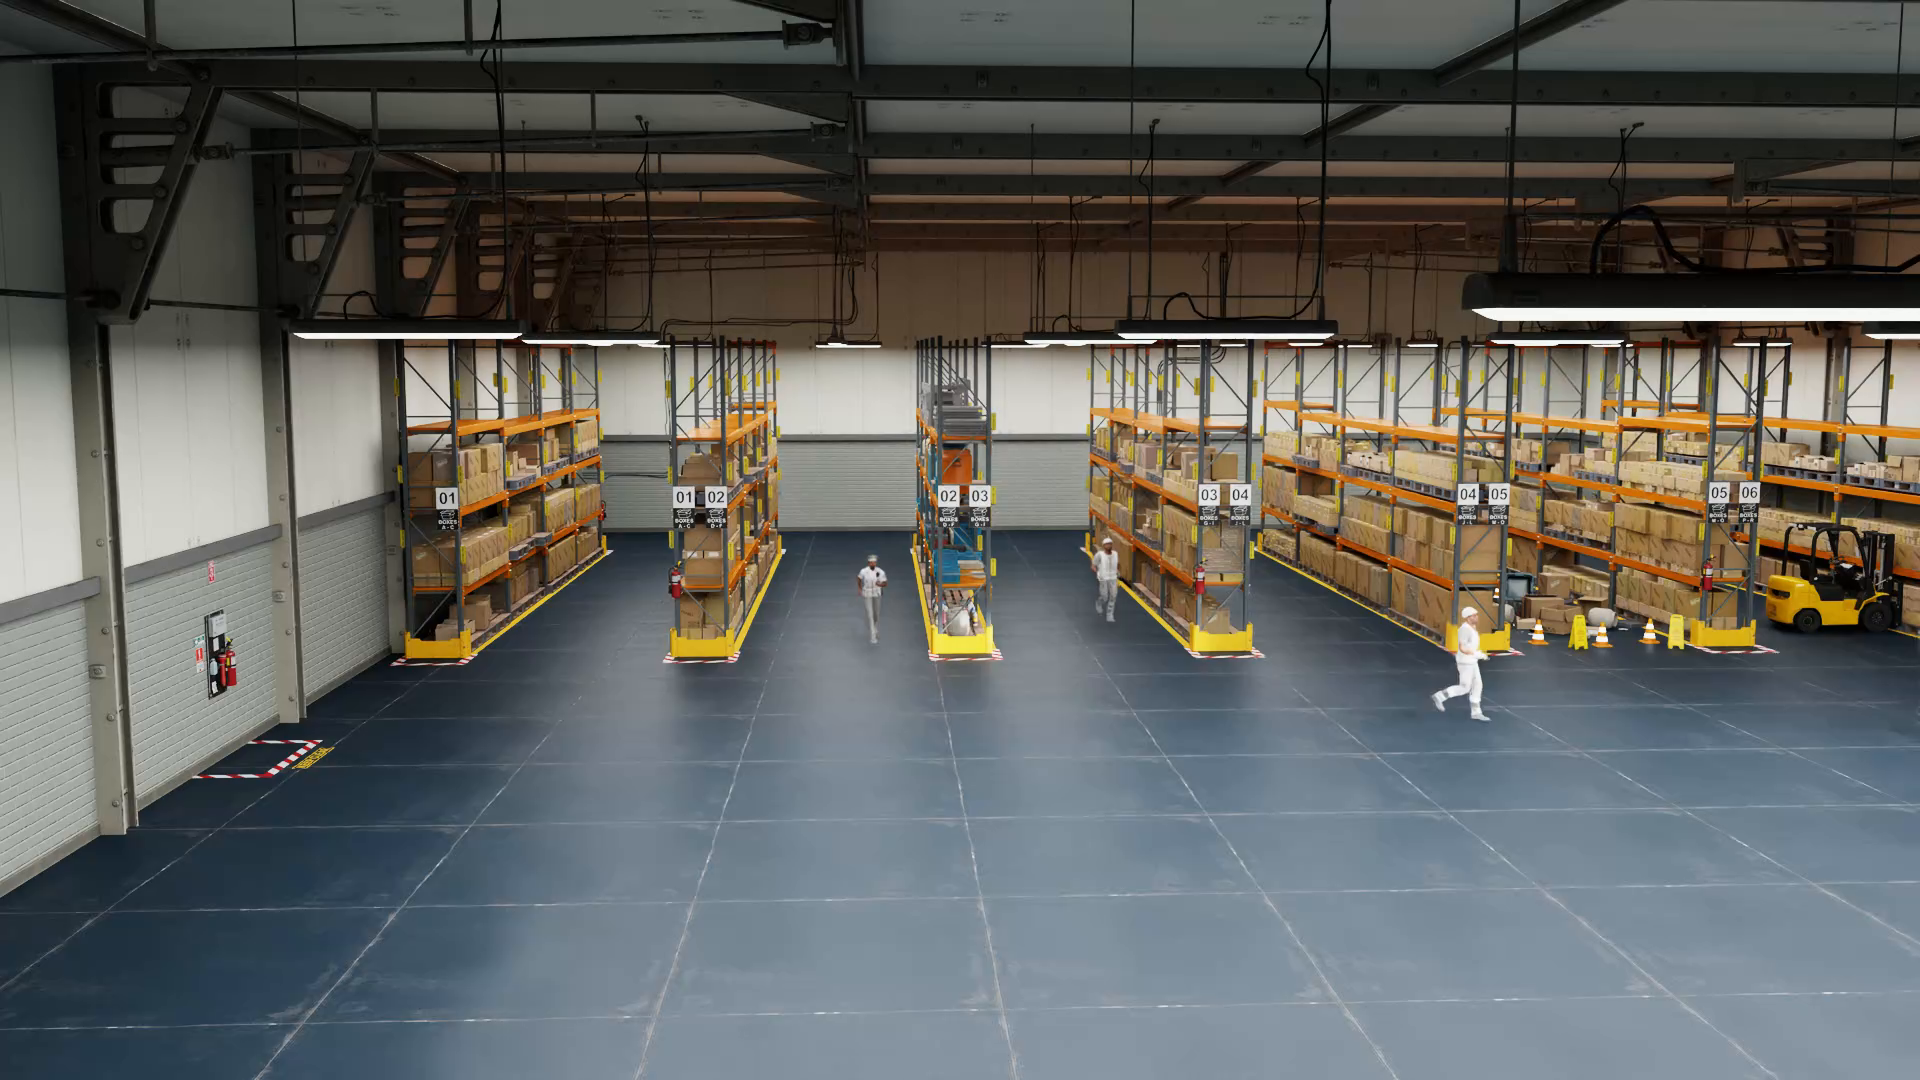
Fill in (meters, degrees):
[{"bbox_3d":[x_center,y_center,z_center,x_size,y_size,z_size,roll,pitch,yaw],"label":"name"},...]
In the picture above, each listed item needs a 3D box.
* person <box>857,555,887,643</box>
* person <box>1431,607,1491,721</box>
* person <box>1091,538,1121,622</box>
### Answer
[{"bbox_3d":[-1.729,1.124,32.911,0.567,1.697,0.915,-1,7,-10],"label":"person"},{"bbox_3d":[7.844,1.916,25.903,0.886,1.781,0.664,3,7,27],"label":"person"},{"bbox_3d":[3.099,0.829,34.916,0.700,1.749,0.799,-2,7,-17],"label":"person"}]
